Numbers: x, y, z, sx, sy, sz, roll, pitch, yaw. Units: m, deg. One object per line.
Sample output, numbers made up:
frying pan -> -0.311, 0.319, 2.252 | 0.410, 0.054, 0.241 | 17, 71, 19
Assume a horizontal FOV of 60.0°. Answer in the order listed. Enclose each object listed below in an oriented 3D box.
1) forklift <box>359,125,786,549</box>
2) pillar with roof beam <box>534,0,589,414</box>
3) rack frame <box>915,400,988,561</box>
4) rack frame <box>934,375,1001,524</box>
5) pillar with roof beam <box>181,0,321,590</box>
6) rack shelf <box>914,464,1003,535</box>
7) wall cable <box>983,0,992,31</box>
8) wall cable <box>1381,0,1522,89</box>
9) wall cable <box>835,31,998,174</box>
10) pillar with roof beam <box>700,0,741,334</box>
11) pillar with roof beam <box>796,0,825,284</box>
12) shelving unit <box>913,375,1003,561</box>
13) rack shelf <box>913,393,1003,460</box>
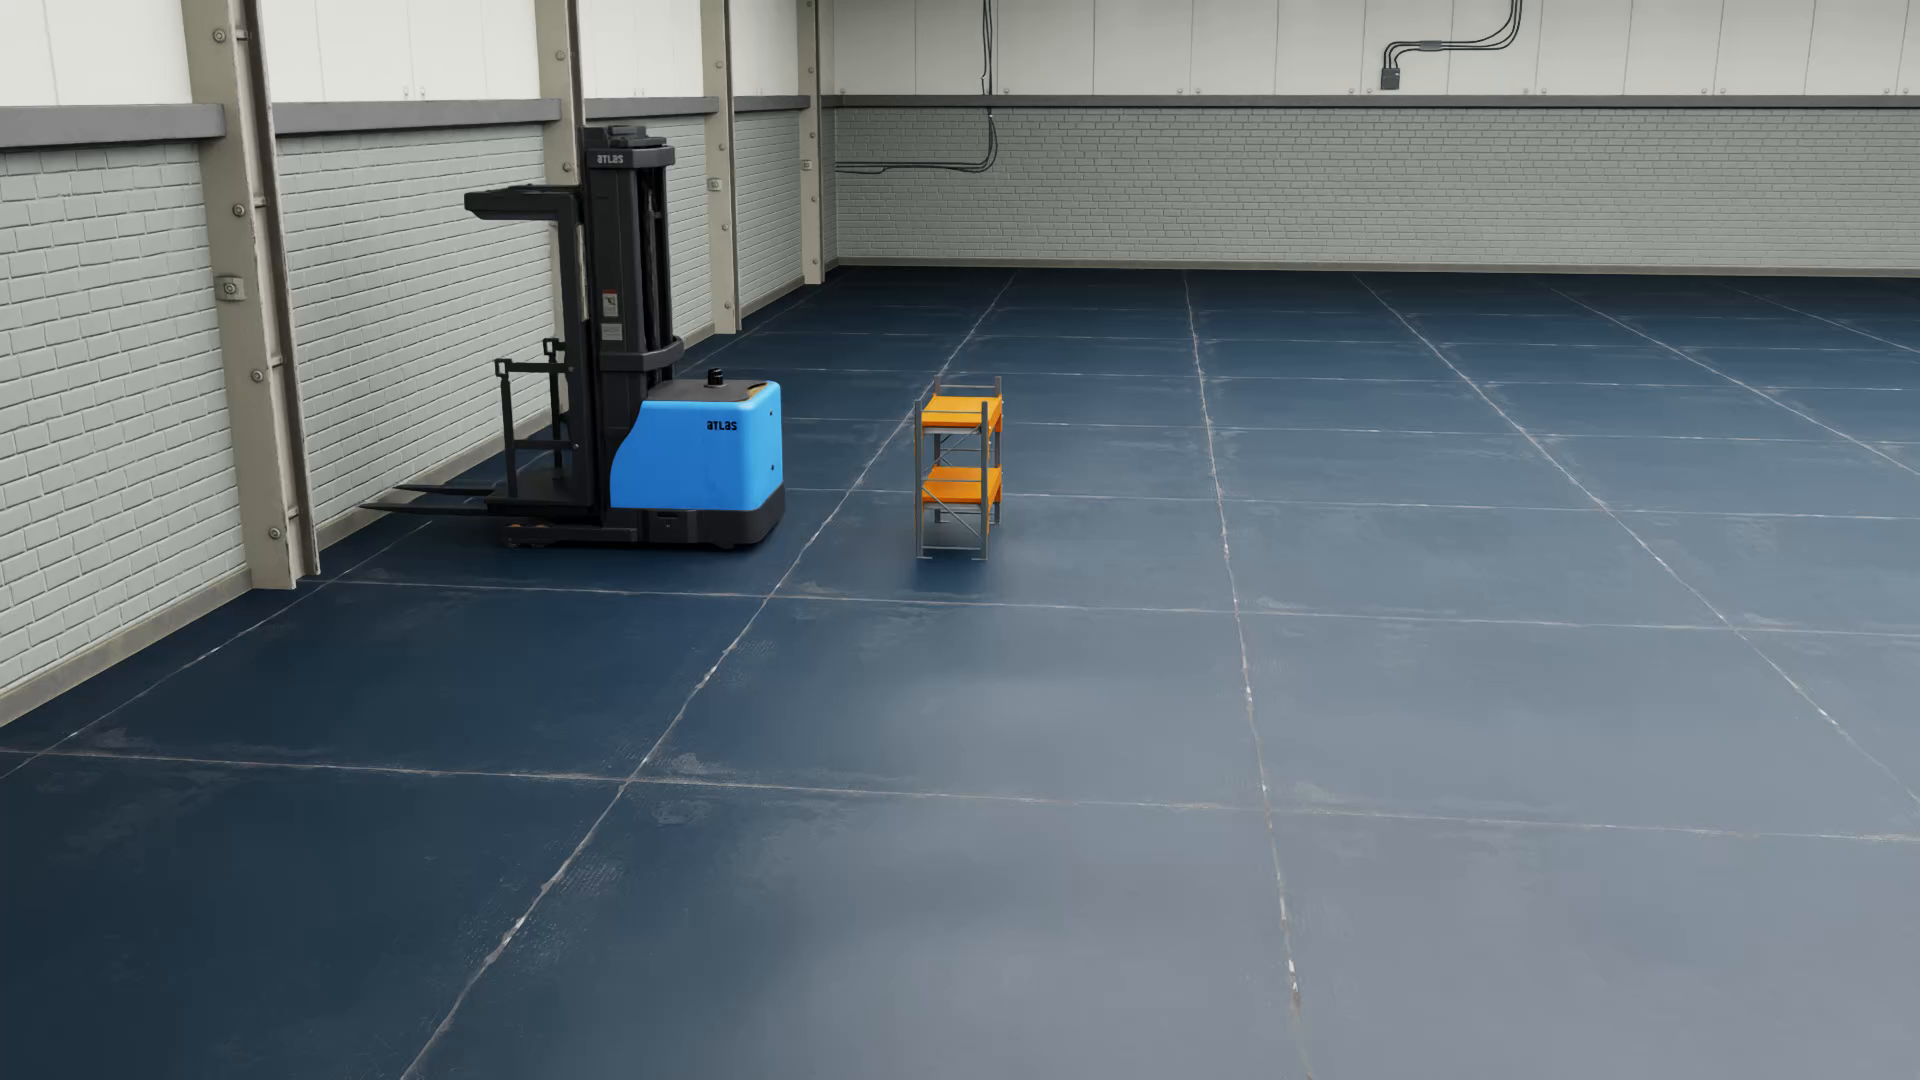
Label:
forklift -> -2.882, -1.492, 12.064 | 3.031, 2.935, 1.130 | 2, 15, 6
pillar with roof beam -> 0.424, -5.503, 15.273 | 9.100, 9.000, 0.400 | 2, 15, 6
rack frame -> -0.058, -0.409, 11.521 | 0.500, 1.125, 0.032 | 2, 15, 6
rack frame -> 0.057, -0.673, 12.496 | 0.500, 1.125, 0.032 | 2, 15, 6
pillar with roof beam -> -0.253, -3.947, 9.518 | 9.100, 9.000, 0.400 | 2, 15, 6
rack shelf -> -0.001, -0.305, 12.073 | 0.538, 0.278, 1.000 | 2, 15, 6
wall cable -> 1.835, -10.326, 29.385 | 3.097, 2.526, 0.112 | 2, 15, 6
wall cable -> 8.578, -10.825, 28.440 | 2.305, 6.003, 0.169 | 2, 15, 6
wall cable -> -0.853, -7.968, 30.339 | 3.097, 2.526, 0.112 | 2, 15, 6
pillar with roof beam -> 1.101, -7.059, 21.028 | 9.100, 9.000, 0.400 | 2, 15, 6
pillar with roof beam -> 1.778, -8.615, 26.783 | 9.100, 9.000, 0.400 | 2, 15, 6
shelving unit -> -0.001, -0.541, 12.009 | 0.538, 1.125, 1.048 | 2, 15, 6
rack shelf -> -0.001, -0.824, 11.932 | 0.538, 0.278, 1.000 | 2, 15, 6
